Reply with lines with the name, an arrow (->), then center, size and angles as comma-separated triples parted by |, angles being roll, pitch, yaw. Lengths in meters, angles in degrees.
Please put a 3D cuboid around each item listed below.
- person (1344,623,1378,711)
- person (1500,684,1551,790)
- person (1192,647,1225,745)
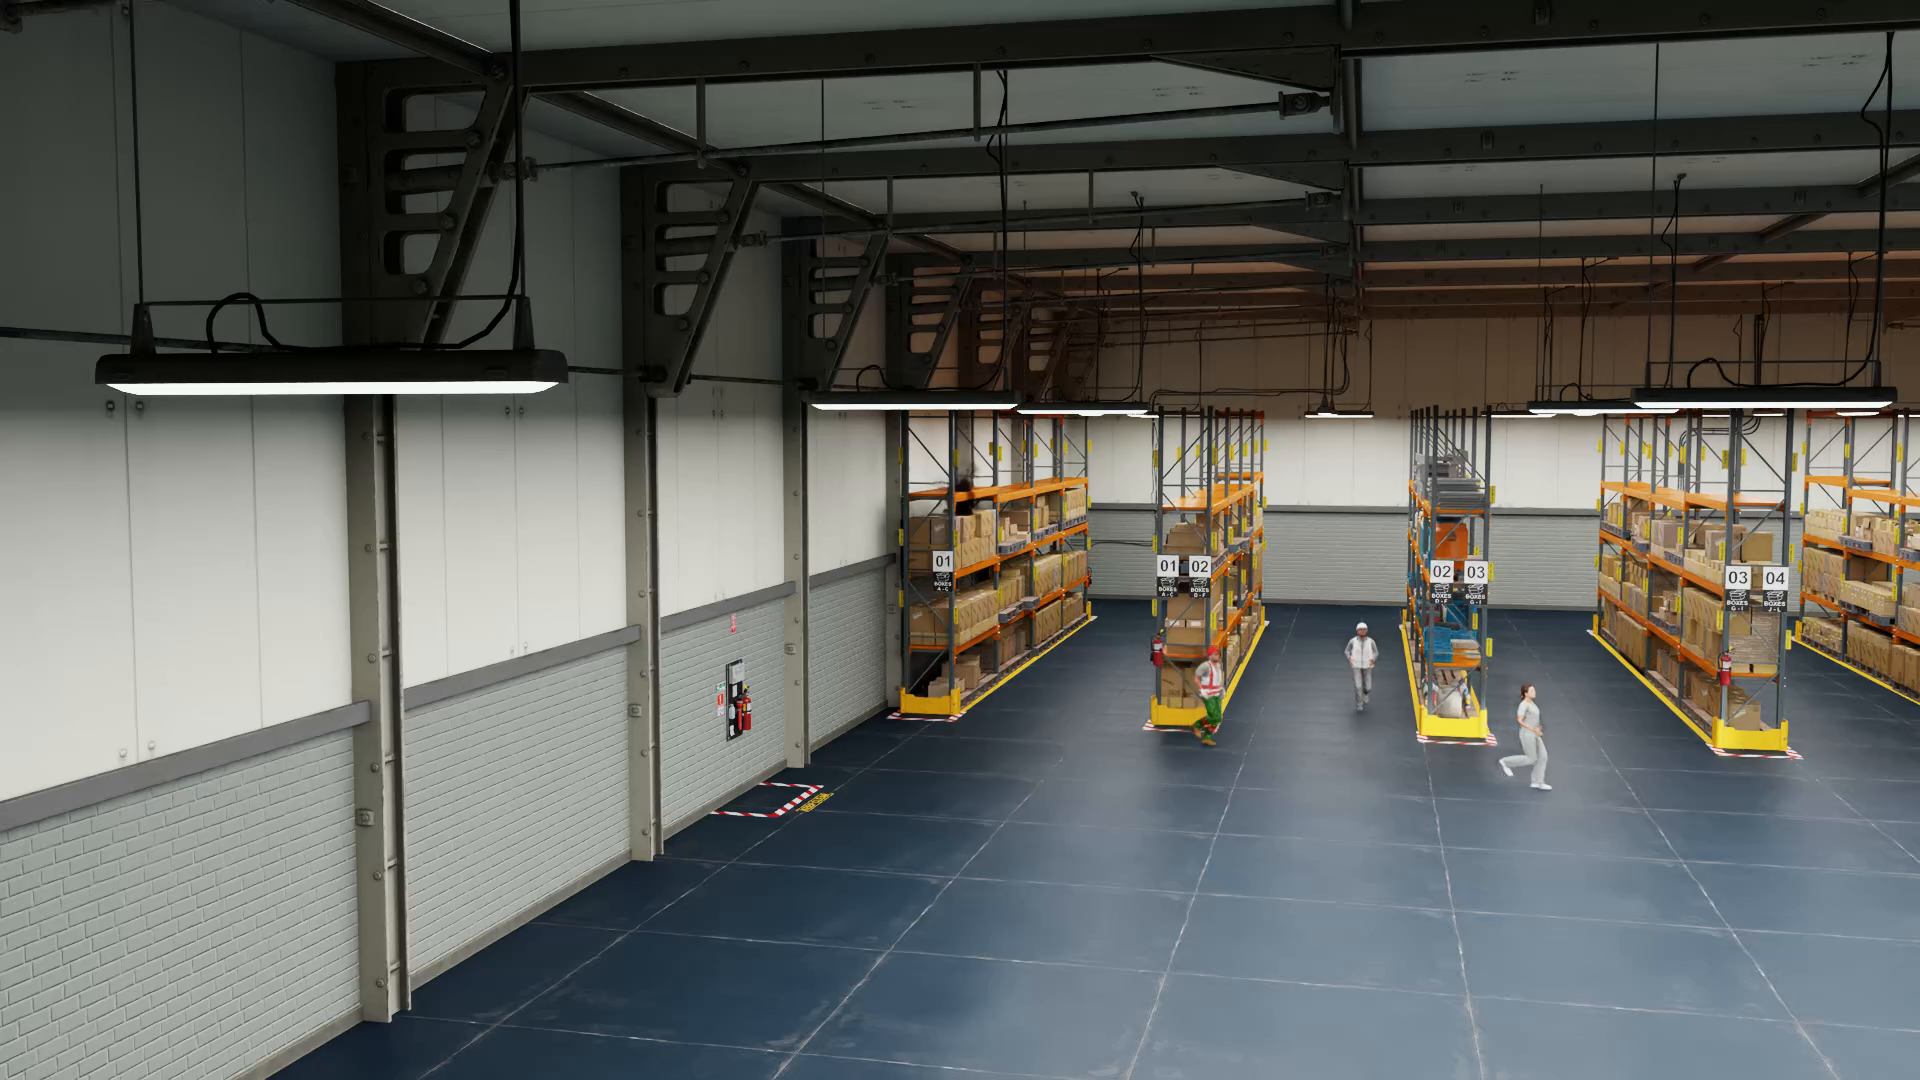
person -> 7.947, 2.499, 32.937 | 0.659, 1.722, 0.614 | 1, 4, 9
person -> 8.872, 3.051, 25.993 | 0.791, 1.632, 0.580 | 3, 5, 38
person -> 4.400, 2.753, 29.393 | 0.561, 1.753, 0.660 | 4, 6, 44
